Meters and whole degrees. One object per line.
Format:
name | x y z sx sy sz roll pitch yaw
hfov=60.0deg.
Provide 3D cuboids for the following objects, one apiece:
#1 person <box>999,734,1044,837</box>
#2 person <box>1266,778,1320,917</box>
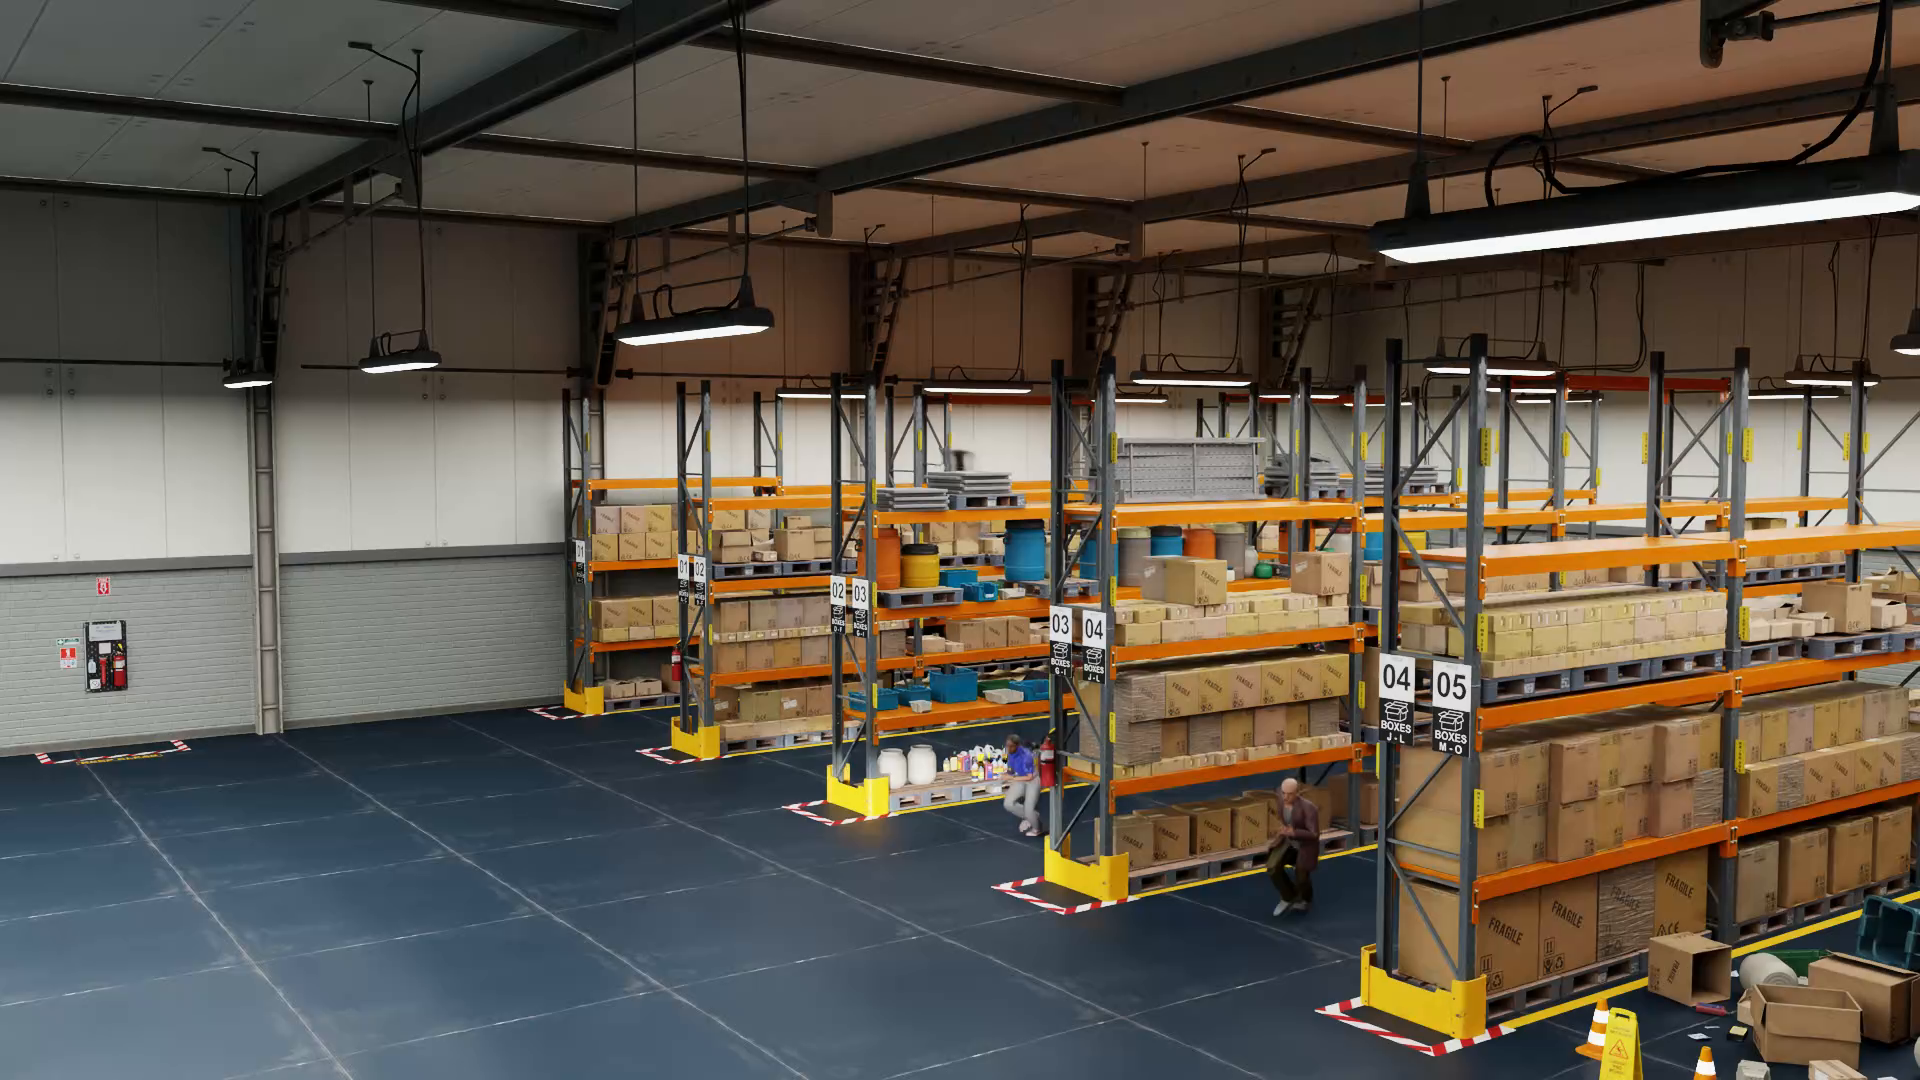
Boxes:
person | 0.794 3.099 21.026 0.594 1.407 0.975 4 5 45
person | 3.584 3.232 17.581 0.666 1.550 1.146 3 5 38
